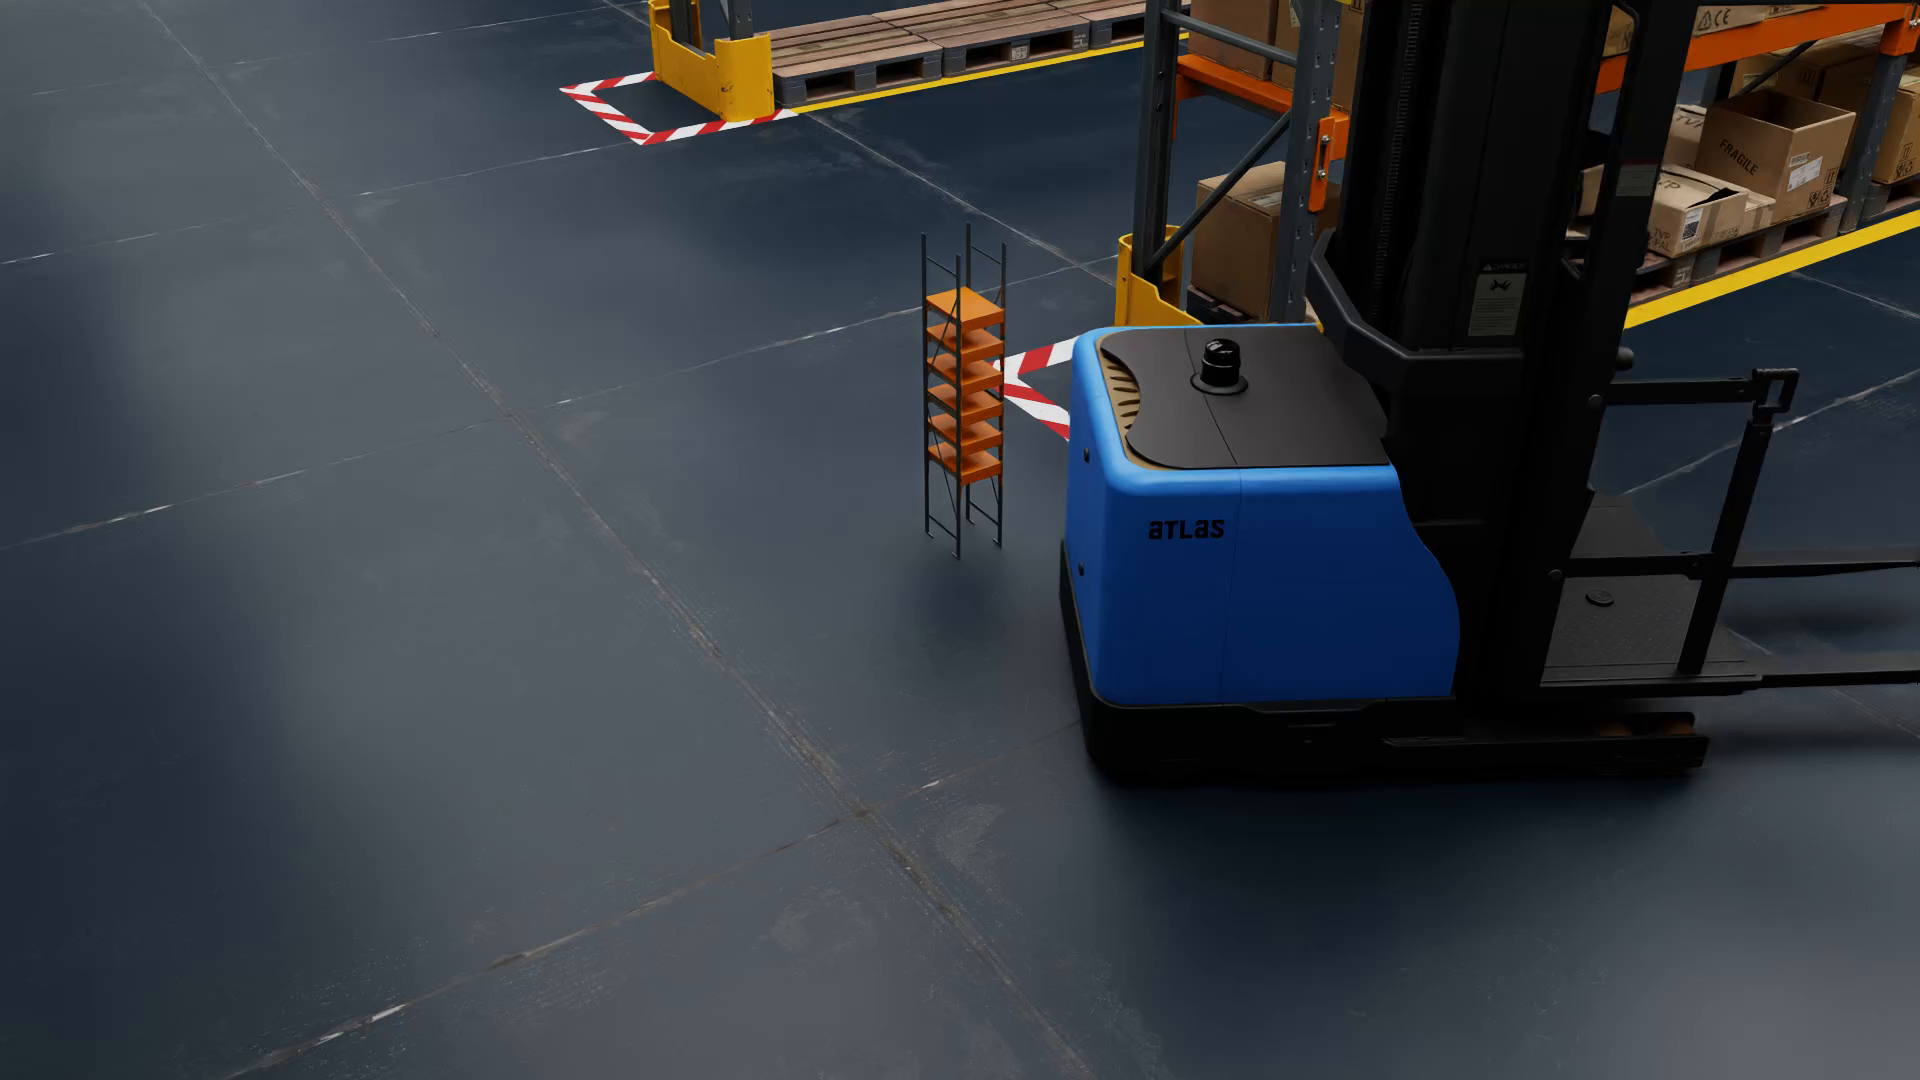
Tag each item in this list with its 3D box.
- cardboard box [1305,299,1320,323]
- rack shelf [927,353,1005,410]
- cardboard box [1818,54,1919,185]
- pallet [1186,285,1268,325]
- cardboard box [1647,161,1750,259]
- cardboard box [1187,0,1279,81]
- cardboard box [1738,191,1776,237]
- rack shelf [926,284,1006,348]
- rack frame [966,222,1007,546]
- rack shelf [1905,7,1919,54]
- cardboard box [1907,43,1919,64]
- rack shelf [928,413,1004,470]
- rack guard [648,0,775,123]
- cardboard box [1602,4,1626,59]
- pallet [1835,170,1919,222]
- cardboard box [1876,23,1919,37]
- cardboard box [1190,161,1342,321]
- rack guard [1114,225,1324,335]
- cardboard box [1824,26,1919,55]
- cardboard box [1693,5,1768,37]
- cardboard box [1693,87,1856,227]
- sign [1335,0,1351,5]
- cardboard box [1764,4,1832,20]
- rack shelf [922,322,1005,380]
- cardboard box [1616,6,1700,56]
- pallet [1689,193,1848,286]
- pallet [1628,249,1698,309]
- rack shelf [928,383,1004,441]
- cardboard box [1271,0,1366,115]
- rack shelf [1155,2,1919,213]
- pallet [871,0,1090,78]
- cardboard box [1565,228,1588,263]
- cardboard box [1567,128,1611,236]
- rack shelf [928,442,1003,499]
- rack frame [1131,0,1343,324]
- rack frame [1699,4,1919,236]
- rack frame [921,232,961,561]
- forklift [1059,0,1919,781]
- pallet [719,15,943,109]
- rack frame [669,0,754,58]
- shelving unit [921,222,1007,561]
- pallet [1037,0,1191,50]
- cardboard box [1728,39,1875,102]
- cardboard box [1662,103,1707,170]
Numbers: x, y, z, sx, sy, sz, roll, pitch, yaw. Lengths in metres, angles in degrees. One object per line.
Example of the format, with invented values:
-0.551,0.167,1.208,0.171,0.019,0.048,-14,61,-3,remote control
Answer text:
1.622,-0.910,7.141,0.250,0.149,0.380,-19,37,-27,cardboard box
0.012,-0.576,5.896,0.180,0.103,0.258,-19,37,-27,rack shelf
4.985,-2.279,8.981,0.500,0.500,0.500,-21,38,-29,cardboard box
1.818,-1.036,7.695,1.213,0.211,1.003,-19,37,-27,pallet
3.491,-1.659,8.177,0.500,0.311,0.500,-19,37,-27,cardboard box
1.313,-2.257,6.922,0.500,0.500,0.500,-18,36,-26,cardboard box
3.838,-1.672,8.349,0.250,0.149,0.380,-19,37,-27,cardboard box
0.012,-0.779,5.768,0.180,0.103,0.258,-19,37,-27,rack shelf
0.089,-0.538,5.978,0.006,1.200,0.240,-19,37,-27,rack frame
6.127,-3.393,9.492,4.000,0.370,1.077,-19,37,-27,rack shelf
5.427,-2.438,9.234,0.500,0.500,0.500,-18,37,-27,cardboard box
0.012,-0.373,6.024,0.180,0.103,0.258,-19,37,-27,rack shelf
-1.610,-3.115,10.720,0.348,0.500,1.175,-19,37,-27,rack guard
2.454,-2.311,7.008,0.500,0.500,0.500,-19,37,-27,cardboard box
5.109,-2.192,9.527,1.213,0.211,1.003,-19,37,-27,pallet
5.547,-2.803,9.813,0.500,0.500,0.500,-18,37,-27,cardboard box
1.408,-1.359,7.524,0.500,0.500,0.500,-19,37,-27,cardboard box
1.148,-0.928,7.252,0.348,0.500,1.175,-19,37,-27,rack guard
5.126,-2.658,9.583,0.500,0.500,0.500,-19,37,-27,cardboard box
3.302,-2.603,7.471,0.500,0.500,0.500,-18,36,-26,cardboard box
4.121,-1.956,8.470,0.500,0.500,0.500,-19,37,-27,cardboard box
1.378,-2.086,5.934,0.005,0.325,0.100,-19,37,-27,sign
3.733,-2.752,7.708,0.500,0.500,0.500,-18,36,-26,cardboard box
0.012,-0.677,5.832,0.180,0.103,0.258,-19,37,-27,rack shelf
2.875,-2.454,7.236,0.500,0.500,0.500,-18,37,-27,cardboard box
3.868,-1.742,8.813,1.213,0.211,1.003,-19,37,-27,pallet
2.842,-1.387,8.251,1.213,0.211,1.003,-19,37,-27,pallet
0.012,-0.474,5.960,0.180,0.103,0.258,-19,37,-27,rack shelf
1.600,-2.015,6.540,0.500,0.500,0.500,-18,37,-26,cardboard box
2.765,-2.237,7.659,4.000,0.370,1.077,-19,37,-27,rack shelf
0.142,-3.577,11.723,1.213,0.211,1.003,-19,37,-27,pallet
2.535,-1.305,7.672,0.500,0.250,0.500,-19,37,-27,cardboard box
2.870,-1.704,8.067,0.637,0.503,0.797,-19,37,-27,cardboard box
0.012,-0.271,6.088,0.180,0.103,0.258,-19,37,-27,rack shelf
1.084,-1.963,6.550,0.127,3.000,1.000,-19,37,-27,rack frame
4.446,-3.119,8.383,0.127,3.000,1.000,-19,37,-27,rack frame
-0.065,-0.485,5.895,0.006,1.200,0.240,-19,37,-27,rack frame
1.881,-0.798,4.769,3.031,2.935,1.130,-2,32,-2,forklift
-0.882,-3.227,11.168,1.213,0.211,1.003,-19,37,-27,pallet
-1.596,-4.185,10.073,0.127,3.000,1.000,-19,37,-27,rack frame
0.012,-0.512,5.937,0.189,1.200,0.258,-19,37,-27,shelving unit
1.169,-3.932,12.286,1.213,0.211,1.003,-19,37,-27,pallet
4.706,-2.519,9.363,0.500,0.500,0.500,-19,37,-28,cardboard box
3.976,-2.144,8.945,0.500,0.311,0.500,-19,37,-27,cardboard box
